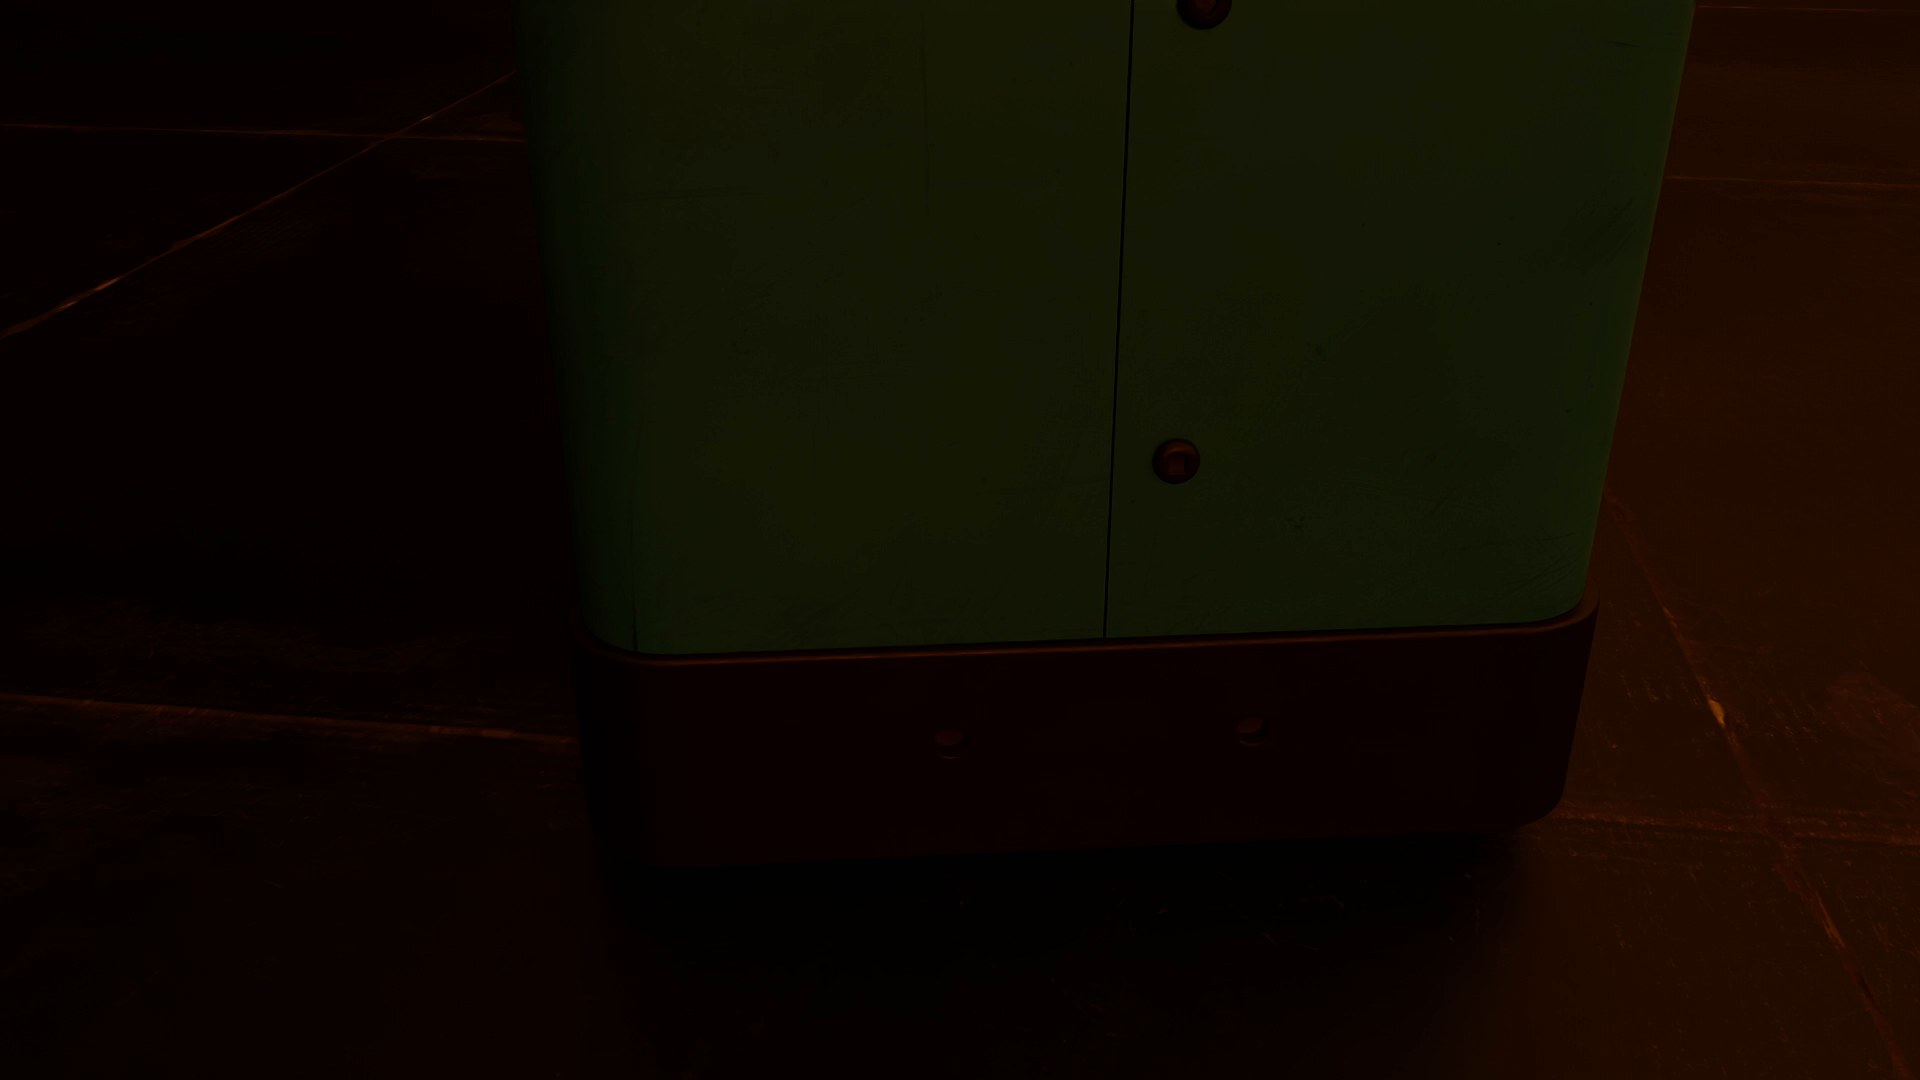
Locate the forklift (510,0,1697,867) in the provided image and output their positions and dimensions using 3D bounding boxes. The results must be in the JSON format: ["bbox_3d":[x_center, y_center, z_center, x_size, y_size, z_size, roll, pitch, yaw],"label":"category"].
[{"bbox_3d":[0.028,-1.605,2.433,1.130,2.935,3.031,-2,27,-4],"label":"forklift"}]
